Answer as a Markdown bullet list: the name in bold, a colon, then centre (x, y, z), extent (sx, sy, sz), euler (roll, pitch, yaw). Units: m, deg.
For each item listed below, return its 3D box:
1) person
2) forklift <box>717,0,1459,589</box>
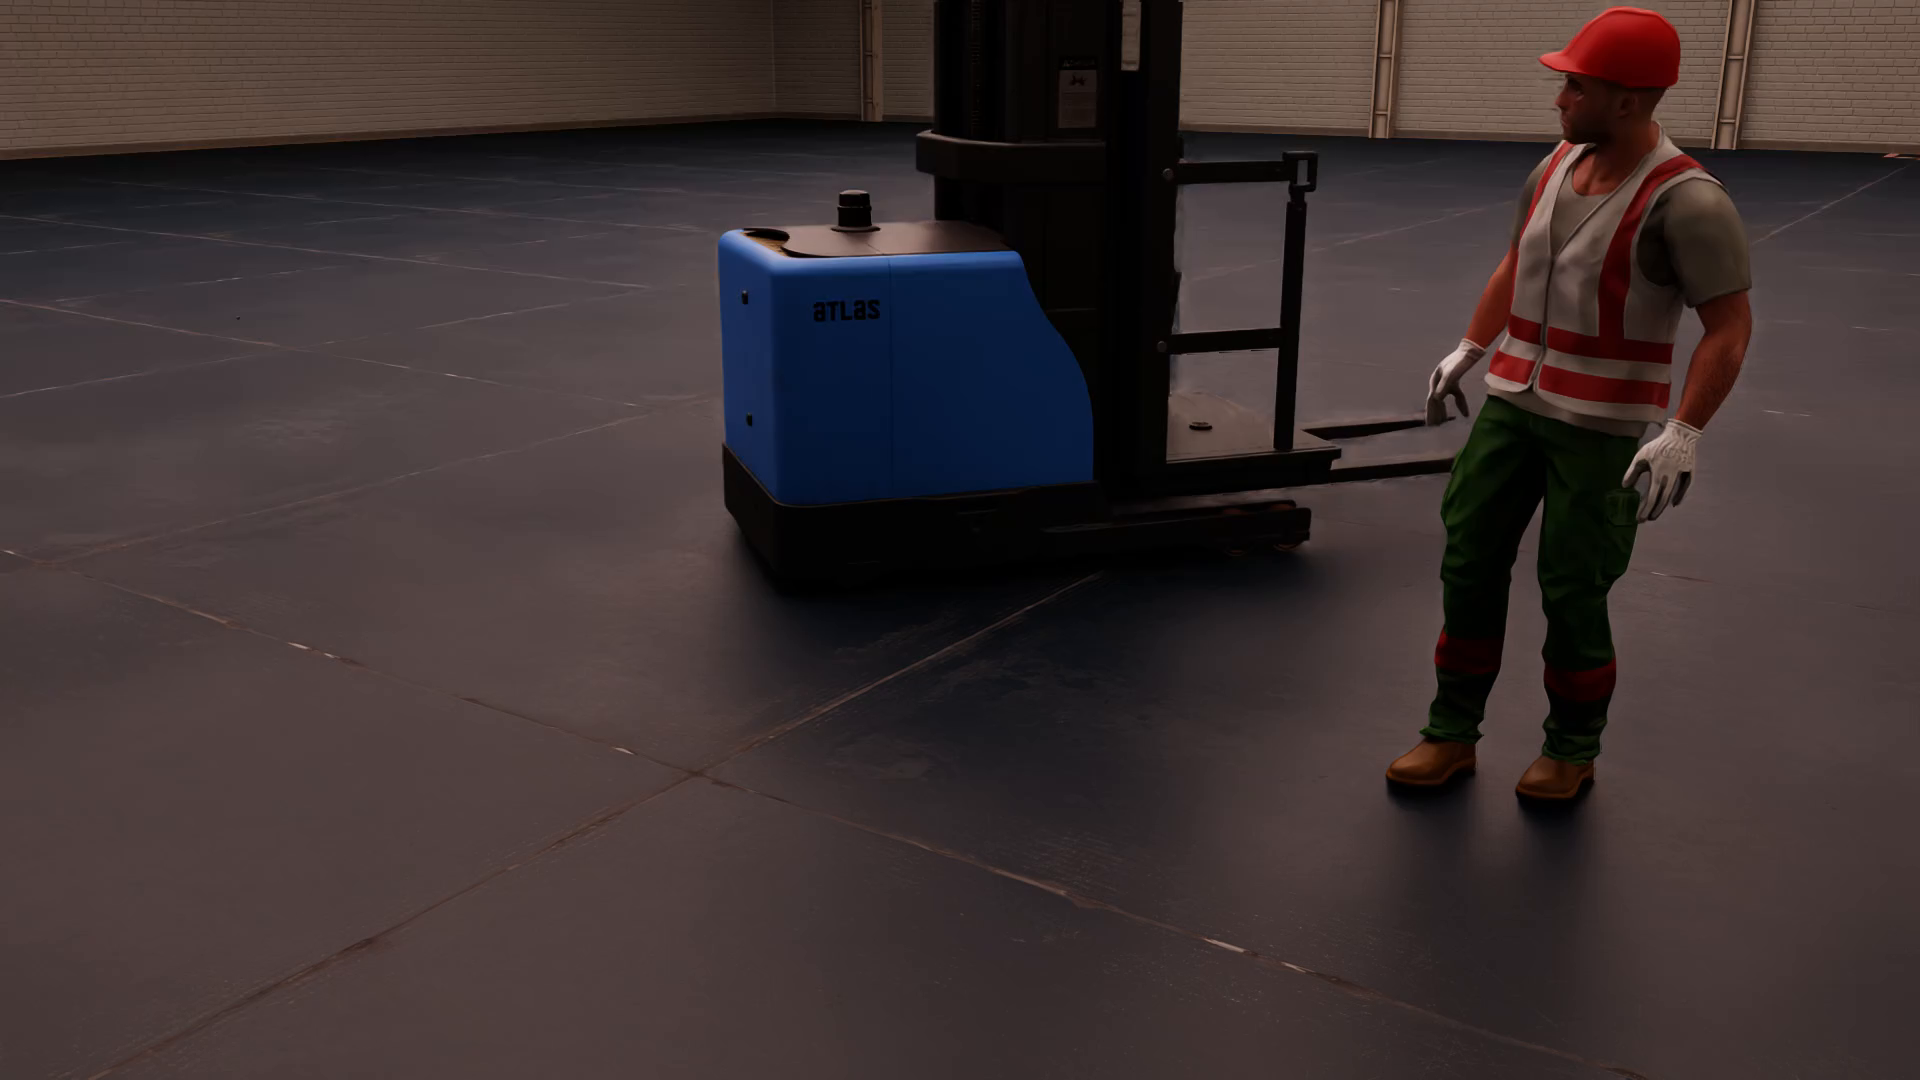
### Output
- **person**: centre (1.308, -0.259, 3.717), extent (0.513, 1.777, 0.751), euler (-11, 20, -33)
- **forklift**: centre (0.706, -1.483, 5.791), extent (3.031, 2.935, 1.130), euler (-6, 18, -18)
